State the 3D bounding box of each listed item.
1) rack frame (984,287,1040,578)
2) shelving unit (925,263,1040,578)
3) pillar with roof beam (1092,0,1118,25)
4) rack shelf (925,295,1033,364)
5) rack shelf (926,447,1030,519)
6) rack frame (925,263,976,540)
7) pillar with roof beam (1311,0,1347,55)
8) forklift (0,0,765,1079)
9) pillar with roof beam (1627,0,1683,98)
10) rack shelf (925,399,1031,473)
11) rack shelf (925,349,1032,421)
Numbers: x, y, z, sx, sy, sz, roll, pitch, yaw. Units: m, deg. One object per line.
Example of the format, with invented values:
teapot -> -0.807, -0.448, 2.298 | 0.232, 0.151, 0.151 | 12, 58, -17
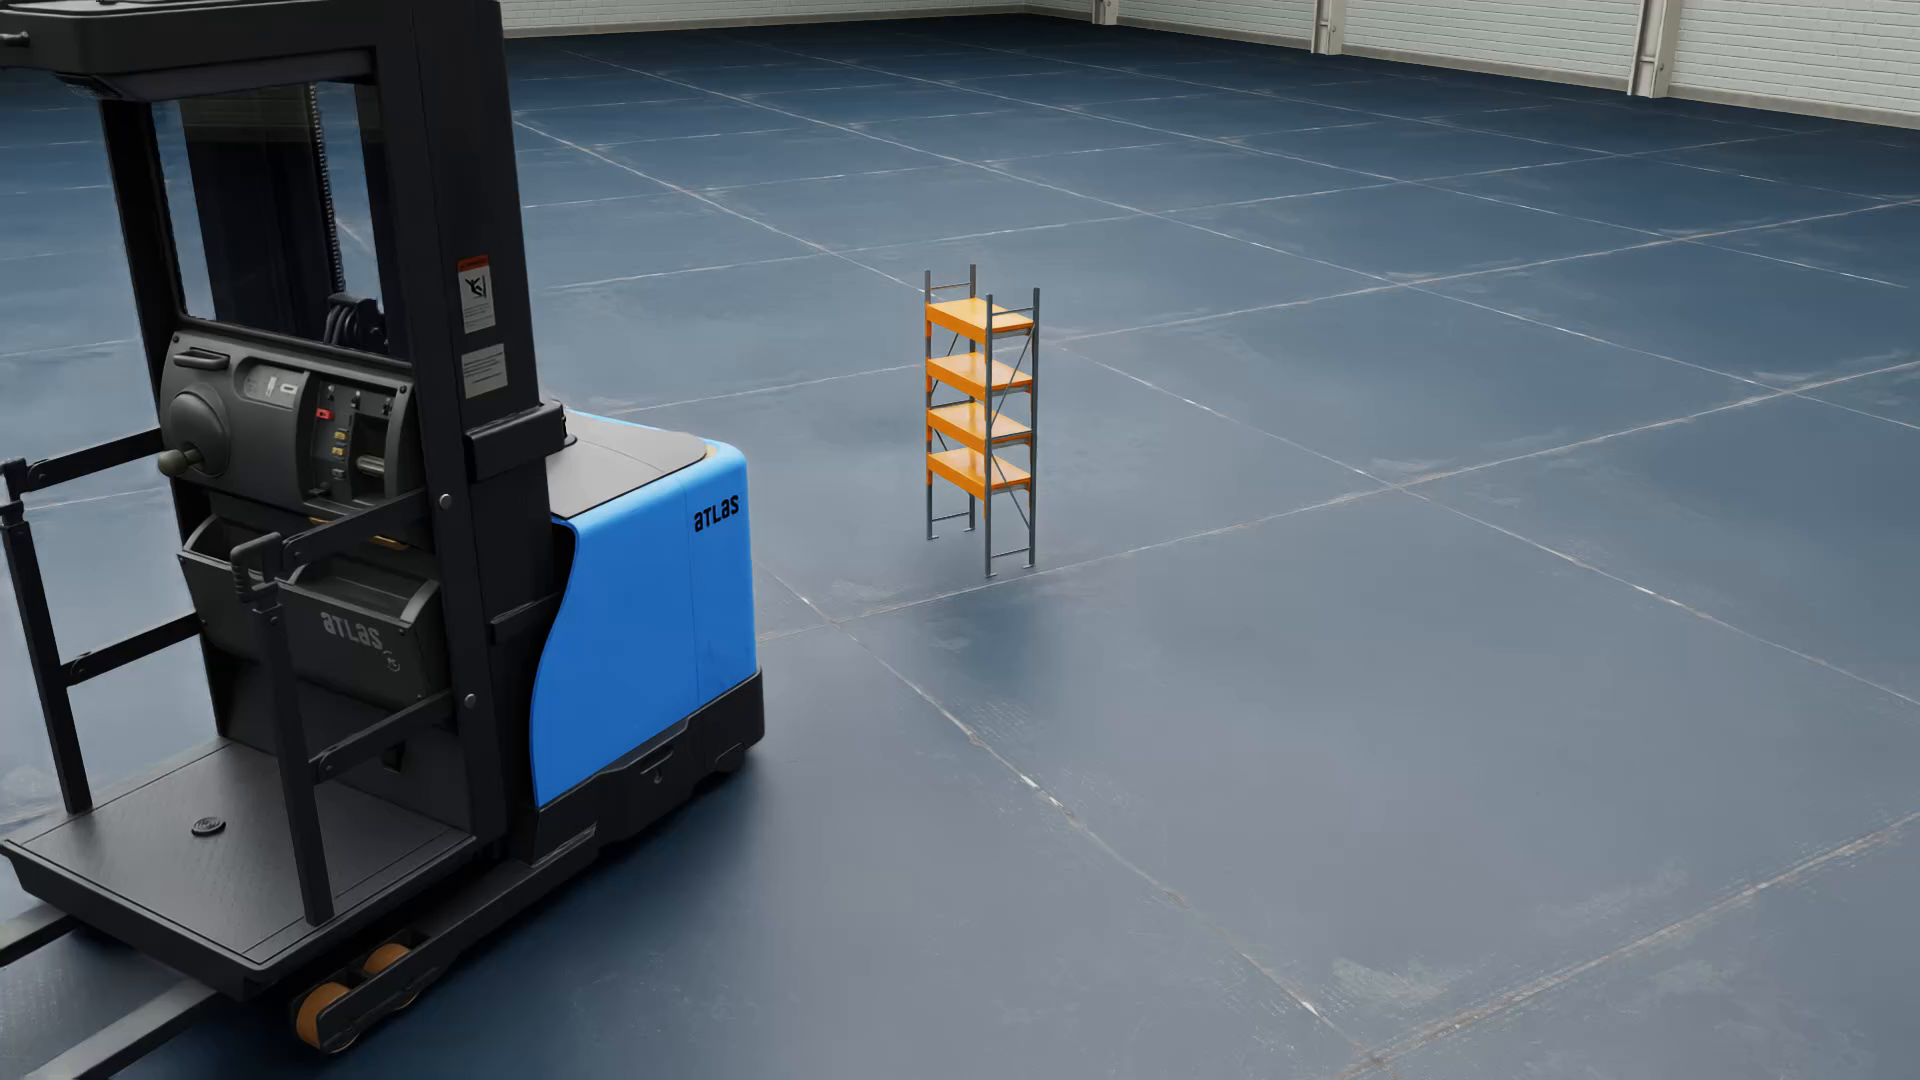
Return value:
rack frame -> 0.209, -0.423, 6.759 | 0.240, 1.200, 0.015 | -13, 25, -28
shelving unit -> 0.085, -0.502, 6.954 | 0.258, 1.200, 0.503 | -13, 25, -28
pillar with roof beam -> -1.009, -12.927, 27.164 | 9.100, 9.000, 0.400 | -13, 25, -28
rack shelf -> 0.085, -0.866, 6.806 | 0.258, 0.148, 0.480 | -13, 25, -28
rack shelf -> 0.085, -0.256, 7.054 | 0.258, 0.148, 0.480 | -13, 25, -28
rack frame -> -0.040, -0.581, 7.148 | 0.240, 1.200, 0.015 | -13, 25, -28
pillar with roof beam -> 2.056, -10.985, 22.386 | 9.100, 9.000, 0.400 | -13, 25, -28
forklift -> -1.848, -0.277, 4.101 | 1.130, 2.935, 3.031 | 13, 25, 29
pillar with roof beam -> 5.121, -9.042, 17.607 | 9.100, 9.000, 0.400 | -13, 25, -28
rack shelf -> 0.085, -0.440, 6.979 | 0.258, 0.148, 0.480 | -13, 25, -28
rack shelf -> 0.085, -0.647, 6.895 | 0.258, 0.148, 0.480 | -13, 25, -28
